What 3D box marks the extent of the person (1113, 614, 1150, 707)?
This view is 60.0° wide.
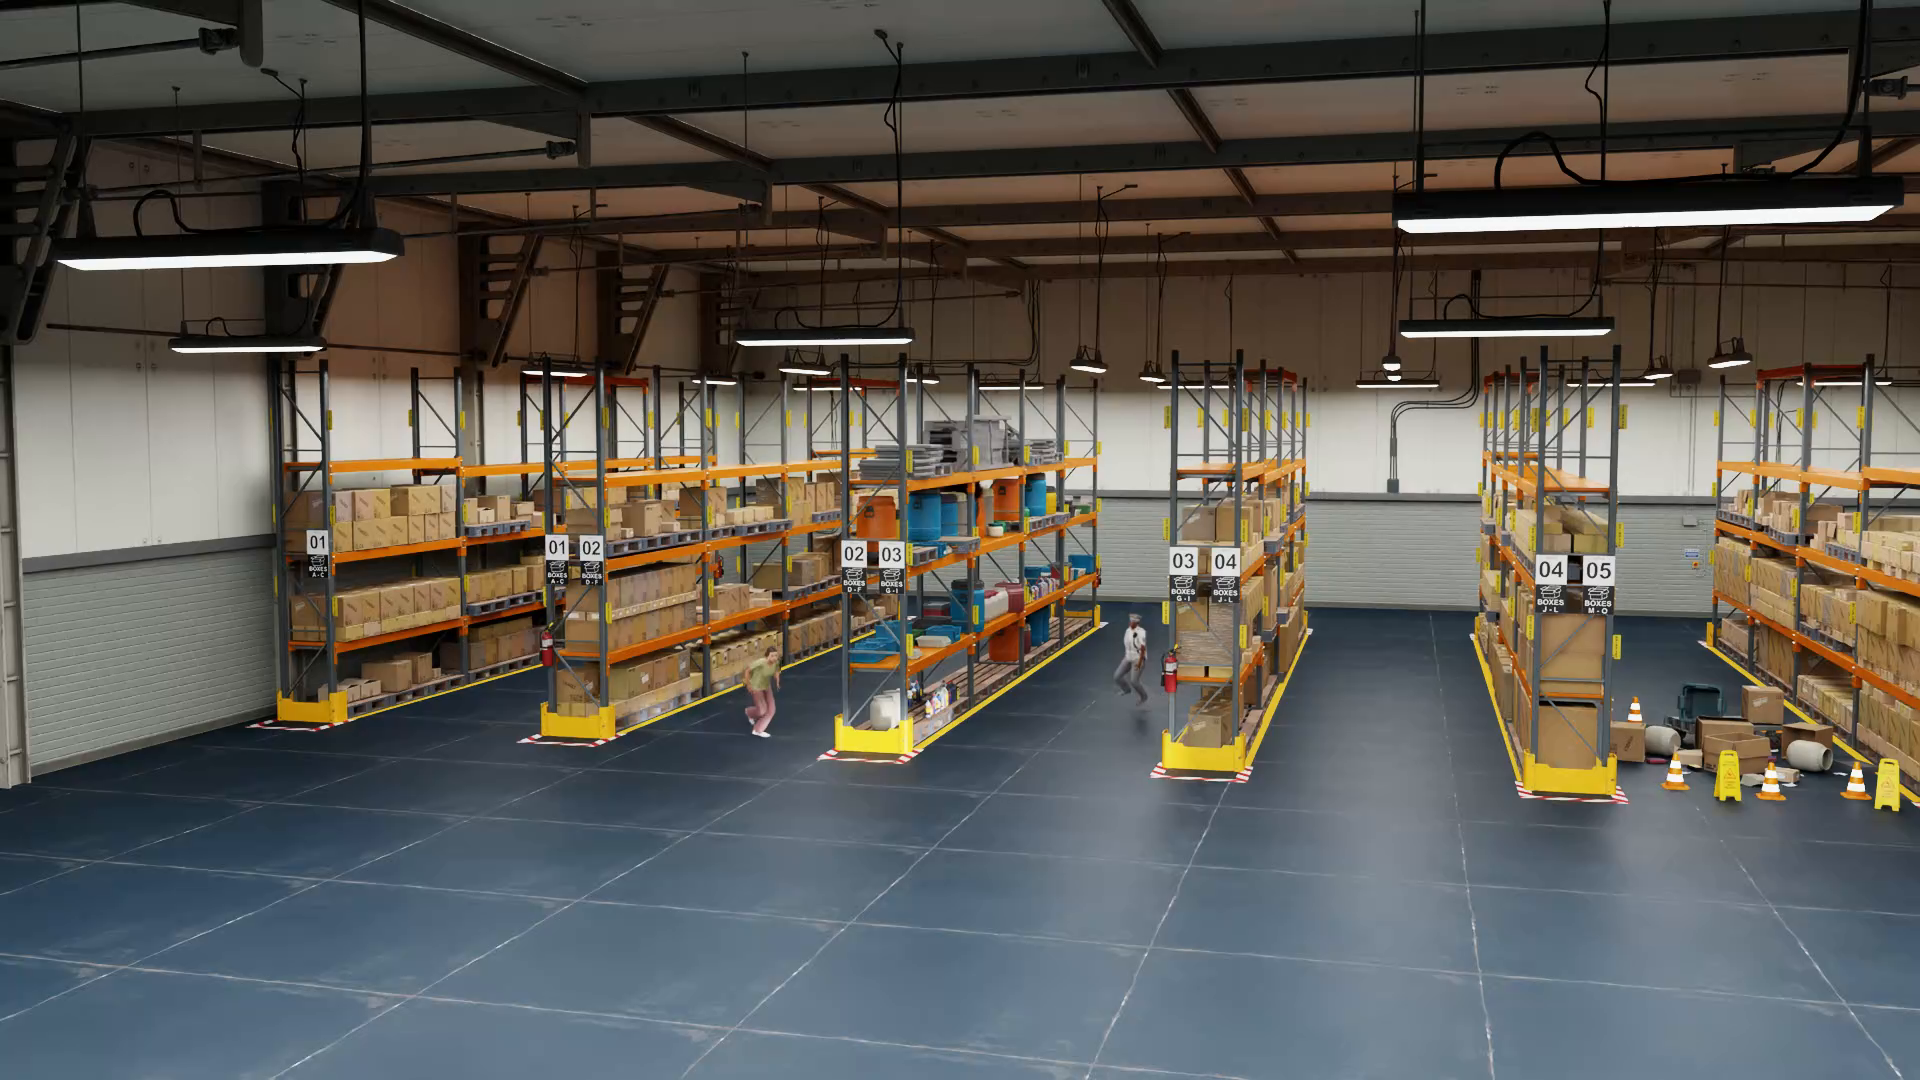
[{"bbox_3d":[2.907,2.040,28.352,0.444,1.600,0.580,-4,6,-42],"label":"person"}]

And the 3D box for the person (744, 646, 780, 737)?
[{"bbox_3d":[-3.170,2.443,26.314,0.595,1.363,0.870,-3,5,-40],"label":"person"}]
